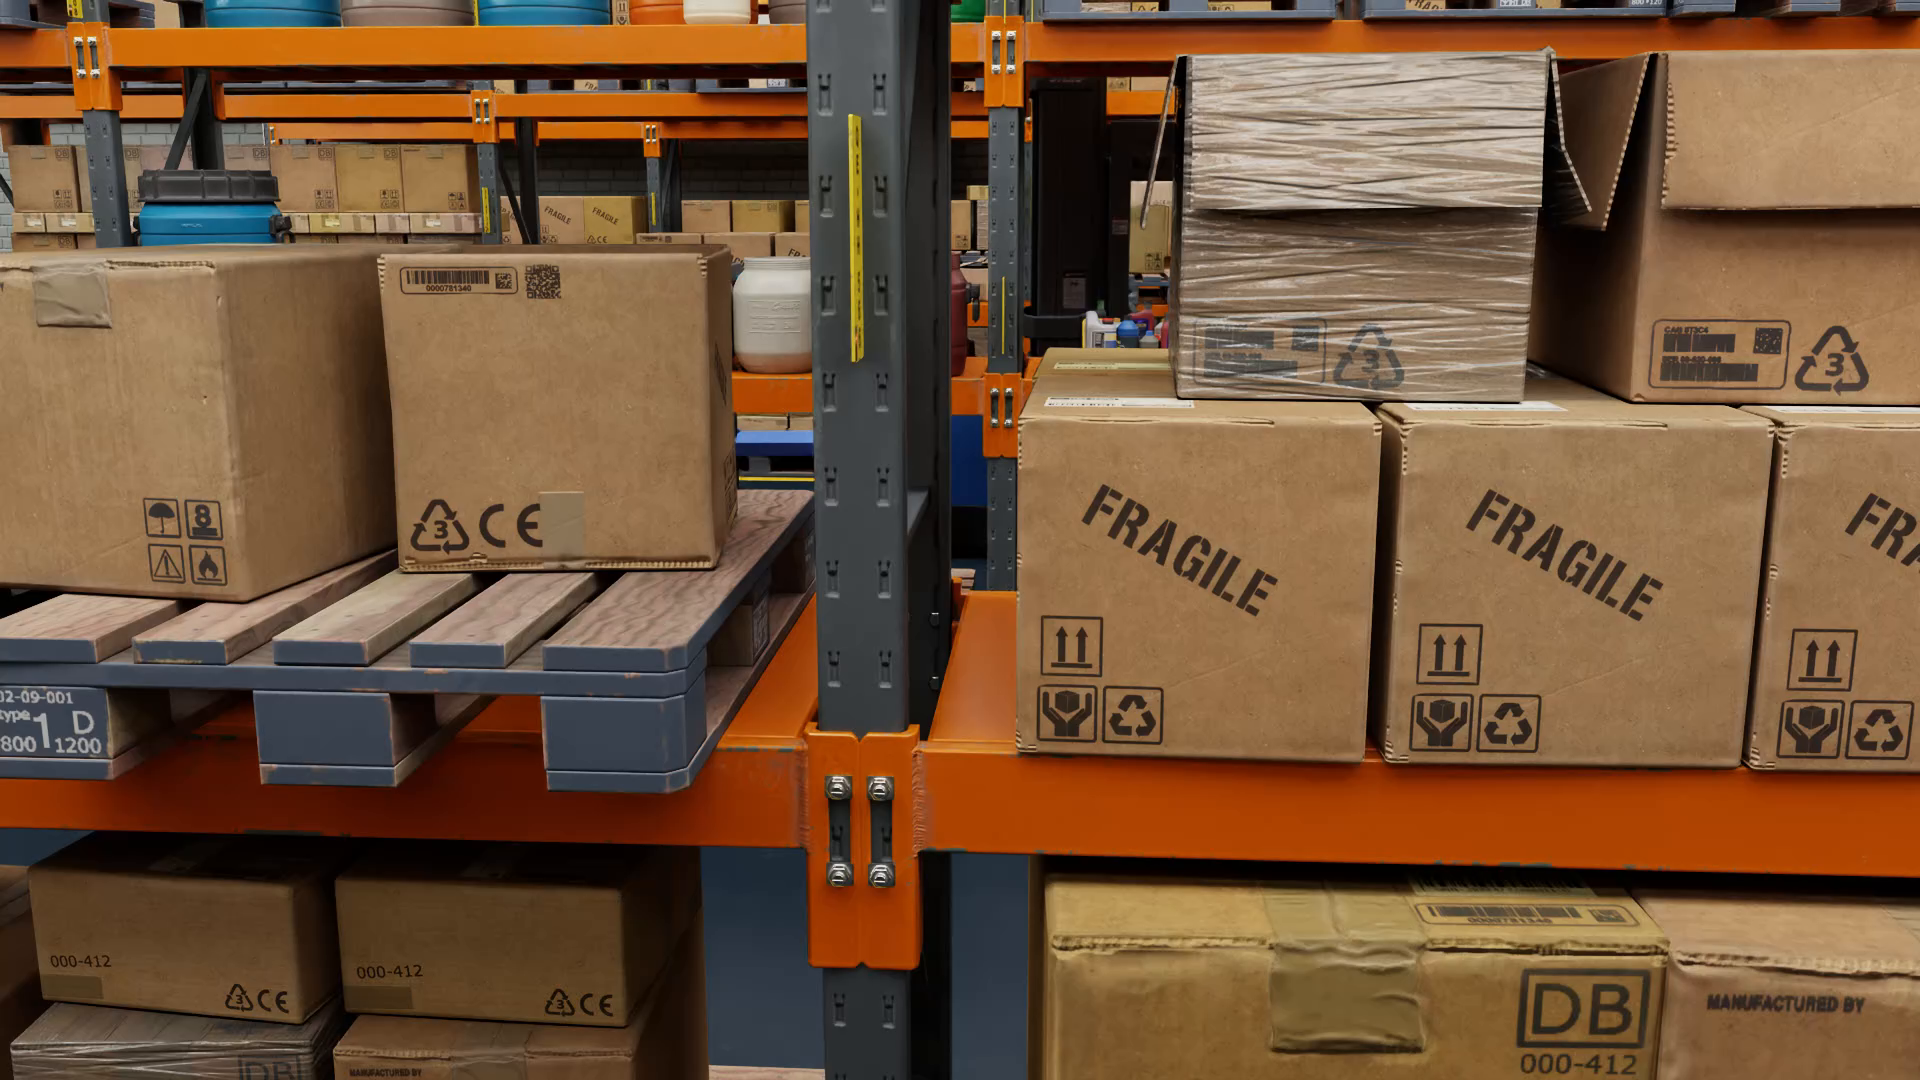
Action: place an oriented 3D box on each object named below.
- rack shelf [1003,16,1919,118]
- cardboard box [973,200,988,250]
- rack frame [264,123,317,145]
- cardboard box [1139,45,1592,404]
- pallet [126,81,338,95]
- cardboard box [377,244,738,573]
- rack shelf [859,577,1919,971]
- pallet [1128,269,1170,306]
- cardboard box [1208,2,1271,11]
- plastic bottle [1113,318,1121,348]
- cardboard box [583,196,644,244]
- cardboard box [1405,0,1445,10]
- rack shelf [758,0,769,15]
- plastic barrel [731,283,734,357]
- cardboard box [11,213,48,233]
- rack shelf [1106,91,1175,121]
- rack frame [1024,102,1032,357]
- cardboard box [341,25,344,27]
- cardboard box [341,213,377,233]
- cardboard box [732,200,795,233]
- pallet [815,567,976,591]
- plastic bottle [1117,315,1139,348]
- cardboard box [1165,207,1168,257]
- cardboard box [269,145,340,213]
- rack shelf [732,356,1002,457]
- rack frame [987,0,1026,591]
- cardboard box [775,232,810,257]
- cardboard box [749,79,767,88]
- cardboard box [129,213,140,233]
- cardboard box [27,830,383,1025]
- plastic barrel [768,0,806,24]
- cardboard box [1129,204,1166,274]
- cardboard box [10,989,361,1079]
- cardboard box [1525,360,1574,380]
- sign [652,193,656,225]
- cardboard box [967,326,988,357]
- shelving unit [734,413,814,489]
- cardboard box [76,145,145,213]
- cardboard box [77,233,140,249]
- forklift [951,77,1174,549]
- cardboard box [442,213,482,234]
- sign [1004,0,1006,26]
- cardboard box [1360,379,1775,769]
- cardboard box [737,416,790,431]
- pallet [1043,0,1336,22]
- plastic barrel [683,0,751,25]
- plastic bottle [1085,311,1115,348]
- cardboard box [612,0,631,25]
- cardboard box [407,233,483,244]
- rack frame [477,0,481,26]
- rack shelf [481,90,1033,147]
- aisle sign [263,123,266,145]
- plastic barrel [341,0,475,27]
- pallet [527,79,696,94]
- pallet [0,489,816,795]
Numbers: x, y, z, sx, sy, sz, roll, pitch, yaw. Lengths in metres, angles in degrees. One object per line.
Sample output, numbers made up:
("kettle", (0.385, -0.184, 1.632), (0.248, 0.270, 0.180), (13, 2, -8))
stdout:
("rack shelf", (2.213, -2.091, 7.371), (4.000, 0.370, 1.077), (1, 12, 4))
("cardboard box", (0.410, -3.295, 17.376), (0.500, 0.500, 0.700), (-1, 12, -3))
("rack frame", (-7.102, -3.136, 17.934), (0.127, 3.000, 1.000), (1, 12, 4))
("cardboard box", (0.615, -0.517, 2.721), (0.637, 0.503, 0.797), (1, 12, 6))
("pallet", (-5.505, -3.518, 12.649), (1.213, 0.211, 1.003), (1, 12, 4))
("cardboard box", (-0.655, -0.245, 2.841), (0.500, 0.500, 0.500), (-1, 12, -3))
("rack shelf", (1.882, 0.389, 2.841), (4.000, 0.370, 1.077), (1, 12, 4))
("pallet", (1.233, -1.926, 12.616), (1.003, 0.211, 1.213), (1, 12, 4))
("cardboard box", (2.005, -4.000, 12.051), (0.500, 0.500, 0.500), (1, 12, 4))
("plastic bottle", (0.764, -0.982, 8.120), (0.097, 0.201, 0.097), (0, 12, 0))
("cardboard box", (-3.604, -3.328, 17.338), (0.500, 0.500, 0.500), (1, 12, 4))
("cardboard box", (3.377, -3.758, 12.067), (0.600, 0.600, 0.600), (1, 12, 3))
("rack shelf", (-1.116, -5.442, 17.042), (4.000, 0.370, 1.077), (1, 12, 4))
("plastic barrel", (-1.243, -1.034, 7.610), (0.421, 0.512, 0.421), (0, 12, 0))
("cardboard box", (-7.053, -2.441, 12.783), (0.250, 0.149, 0.380), (1, 12, 3))
("rack shelf", (2.548, -3.103, 12.208), (4.000, 0.370, 1.077), (1, 12, 4))
("rack frame", (0.552, -2.015, 12.573), (0.127, 3.000, 1.000), (1, 12, 4))
("cardboard box", (-4.462, -3.836, 12.805), (0.500, 0.311, 0.500), (0, 12, 1))
("cardboard box", (-4.494, -2.406, 12.615), (0.250, 0.149, 0.380), (1, 12, 4))
("cardboard box", (-2.049, -3.323, 17.507), (0.500, 0.500, 0.700), (2, 12, 10))
("pallet", (-0.553, 0.344, 8.109), (1.213, 0.211, 1.003), (1, 12, 4))
("plastic bottle", (0.742, -0.861, 7.370), (0.097, 0.271, 0.097), (0, 12, 0))
("cardboard box", (1.869, -3.163, 17.043), (0.500, 0.500, 0.500), (1, 12, 6))
("cardboard box", (-4.886, -2.772, 12.779), (0.500, 0.500, 0.700), (1, 12, 4))
("rack shelf", (-1.778, -0.678, 7.940), (4.000, 0.370, 1.077), (1, 12, 4))
("rack frame", (0.218, -1.003, 7.735), (0.127, 3.000, 1.000), (1, 12, 4))
("cardboard box", (-1.123, -2.083, 12.656), (0.500, 0.500, 0.500), (0, 12, 1))
("cardboard box", (-1.957, -4.679, 17.177), (0.500, 0.311, 0.500), (1, 12, 6))
("cardboard box", (-6.289, -2.430, 12.732), (0.250, 0.149, 0.380), (1, 12, 3))
("cardboard box", (-1.314, 0.642, 3.071), (0.500, 0.250, 0.500), (2, 12, 10))
("plastic barrel", (-0.587, -2.772, 7.642), (0.600, 0.901, 0.600), (0, 12, 0))
("cardboard box", (1.188, -2.283, 12.588), (0.500, 0.500, 0.700), (-3, 12, -15))
("cardboard box", (-1.337, 1.007, 3.157), (0.500, 0.500, 0.700), (0, 12, -1))
("cardboard box", (0.893, -0.076, 3.059), (0.500, 0.500, 0.500), (1, 12, 3))
("sign", (-3.140, -3.394, 17.053), (0.005, 0.325, 0.100), (1, 12, 4))
("cardboard box", (0.158, -2.018, 17.618), (0.500, 0.500, 0.700), (1, 12, 5))
("shelving unit", (-0.887, -0.727, 10.078), (1.048, 1.500, 0.538), (0, 12, 0))
("cardboard box", (-6.387, -2.792, 12.877), (0.500, 0.500, 0.700), (0, 12, 2))
("cardboard box", (-6.440, -2.158, 13.013), (0.500, 0.500, 0.700), (1, 12, 5))
("forklift", (1.152, -1.437, 9.977), (3.031, 2.935, 1.130), (0, 12, 0))
("cardboard box", (-3.724, -2.396, 12.566), (0.250, 0.149, 0.380), (1, 12, 4))
("sign", (0.188, -2.307, 6.901), (0.005, 0.325, 0.100), (1, 12, 4))
("cardboard box", (0.868, 0.029, 2.559), (0.500, 0.500, 0.500), (0, 12, 2))
("cardboard box", (-1.518, -0.852, 12.704), (0.500, 0.250, 0.500), (1, 12, 5))
("pallet", (0.974, -2.348, 7.302), (1.213, 0.211, 1.003), (1, 12, 4))
("plastic barrel", (-1.067, -2.373, 7.297), (0.301, 0.262, 0.301), (0, 12, 0))
("plastic bottle", (0.638, -0.901, 7.552), (0.135, 0.276, 0.152), (1, 12, 4))
("cardboard box", (-2.256, -4.017, 12.329), (0.500, 0.500, 0.500), (2, 12, 9))
("cardboard box", (-3.882, -2.123, 12.847), (0.500, 0.500, 0.700), (0, 12, 2))
("rack frame", (-3.439, -5.006, 12.220), (0.127, 3.000, 1.000), (1, 12, 4))
("rack shelf", (-1.443, -3.158, 12.470), (4.000, 0.370, 1.077), (1, 12, 4))
("aisle sign", (-7.194, -4.348, 17.380), (0.004, 0.787, 0.394), (1, 12, 4))
("plastic barrel", (-2.599, -2.799, 7.774), (0.600, 0.901, 0.600), (0, 12, 0))
("pallet", (-2.558, -3.434, 12.502), (1.217, 0.209, 0.805), (0, 12, 1))
("pallet", (-0.831, 0.115, 2.860), (1.003, 0.211, 1.213), (1, 12, 4))
